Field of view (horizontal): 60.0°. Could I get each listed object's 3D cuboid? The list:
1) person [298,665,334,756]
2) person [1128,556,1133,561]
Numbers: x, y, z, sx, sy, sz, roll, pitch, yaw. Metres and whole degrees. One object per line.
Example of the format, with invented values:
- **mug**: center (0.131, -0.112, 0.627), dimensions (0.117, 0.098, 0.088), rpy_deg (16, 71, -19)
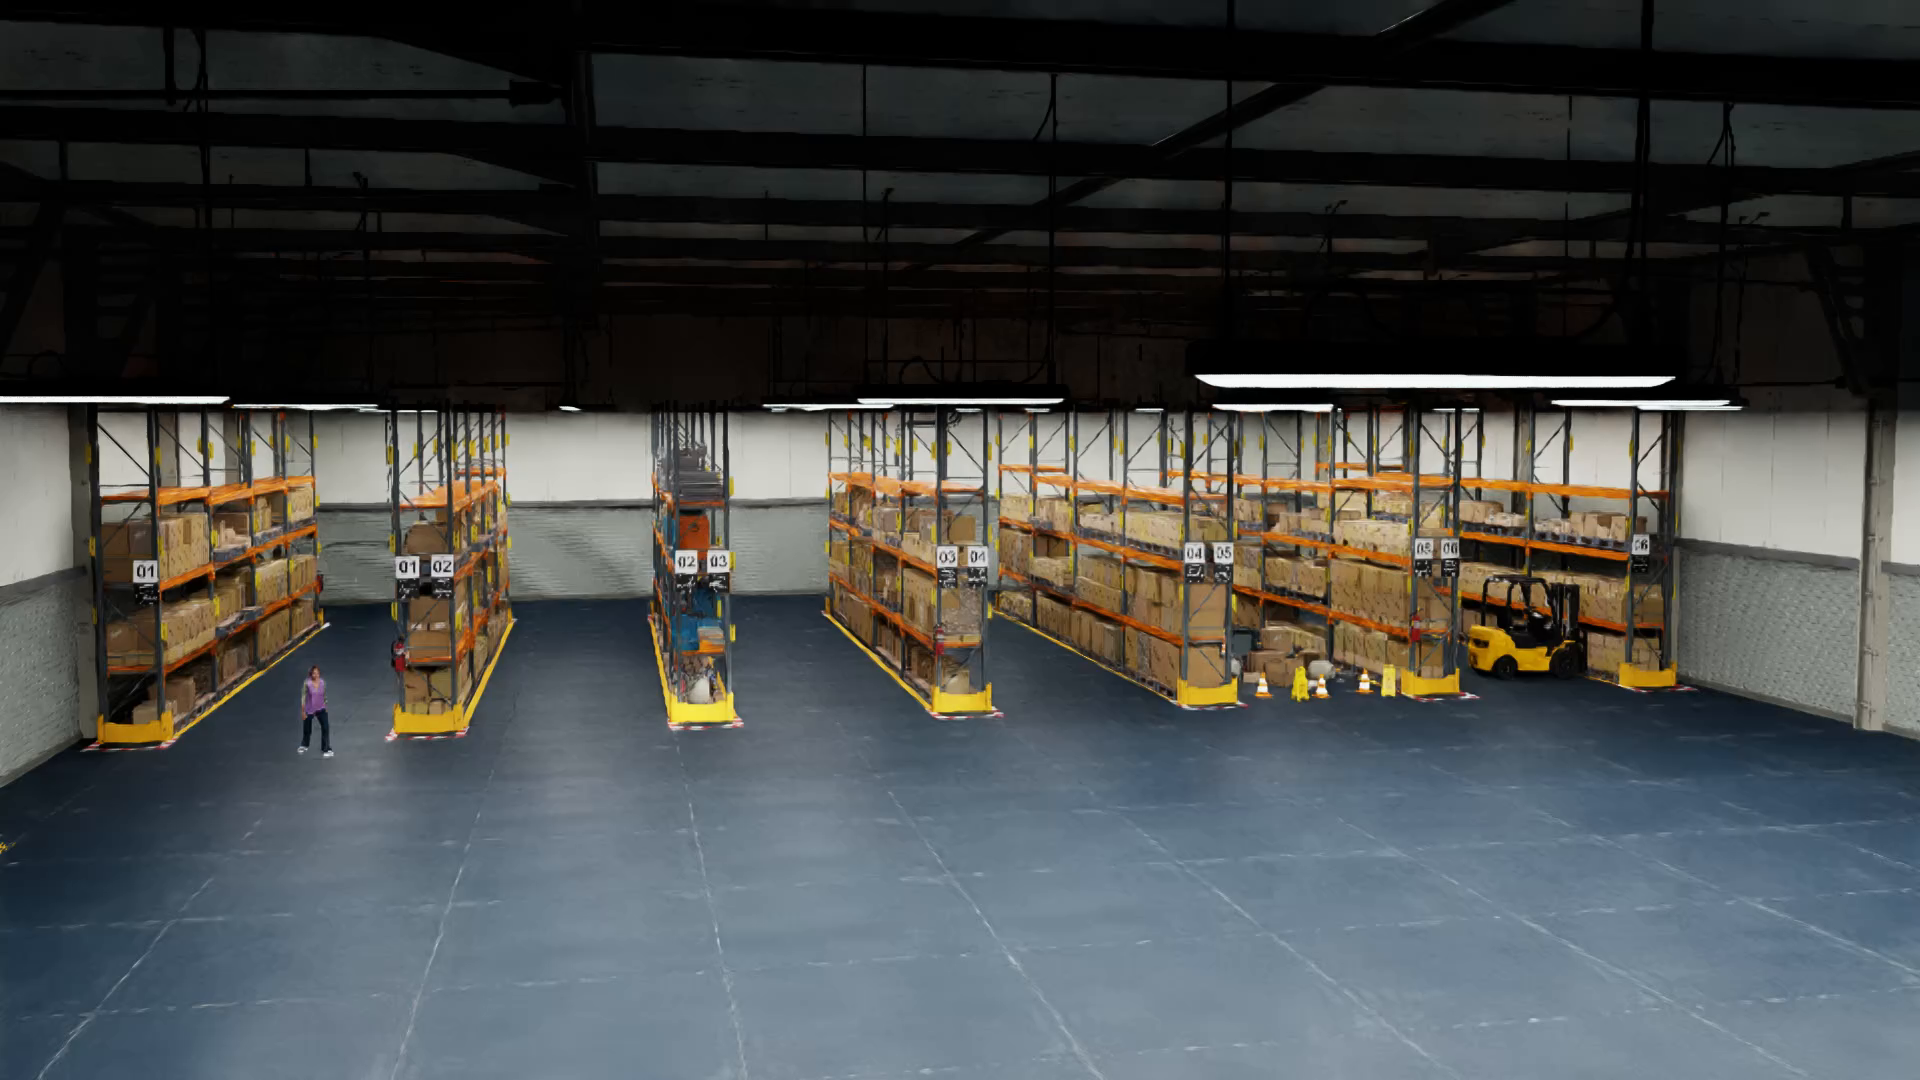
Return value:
- **person**: center (-10.828, 2.849, 27.888), dimensions (0.451, 1.538, 0.881), rpy_deg (-3, 5, -35)
- **person**: center (4.872, 1.205, 47.969), dimensions (0.397, 1.789, 0.653), rpy_deg (-1, 4, -8)
